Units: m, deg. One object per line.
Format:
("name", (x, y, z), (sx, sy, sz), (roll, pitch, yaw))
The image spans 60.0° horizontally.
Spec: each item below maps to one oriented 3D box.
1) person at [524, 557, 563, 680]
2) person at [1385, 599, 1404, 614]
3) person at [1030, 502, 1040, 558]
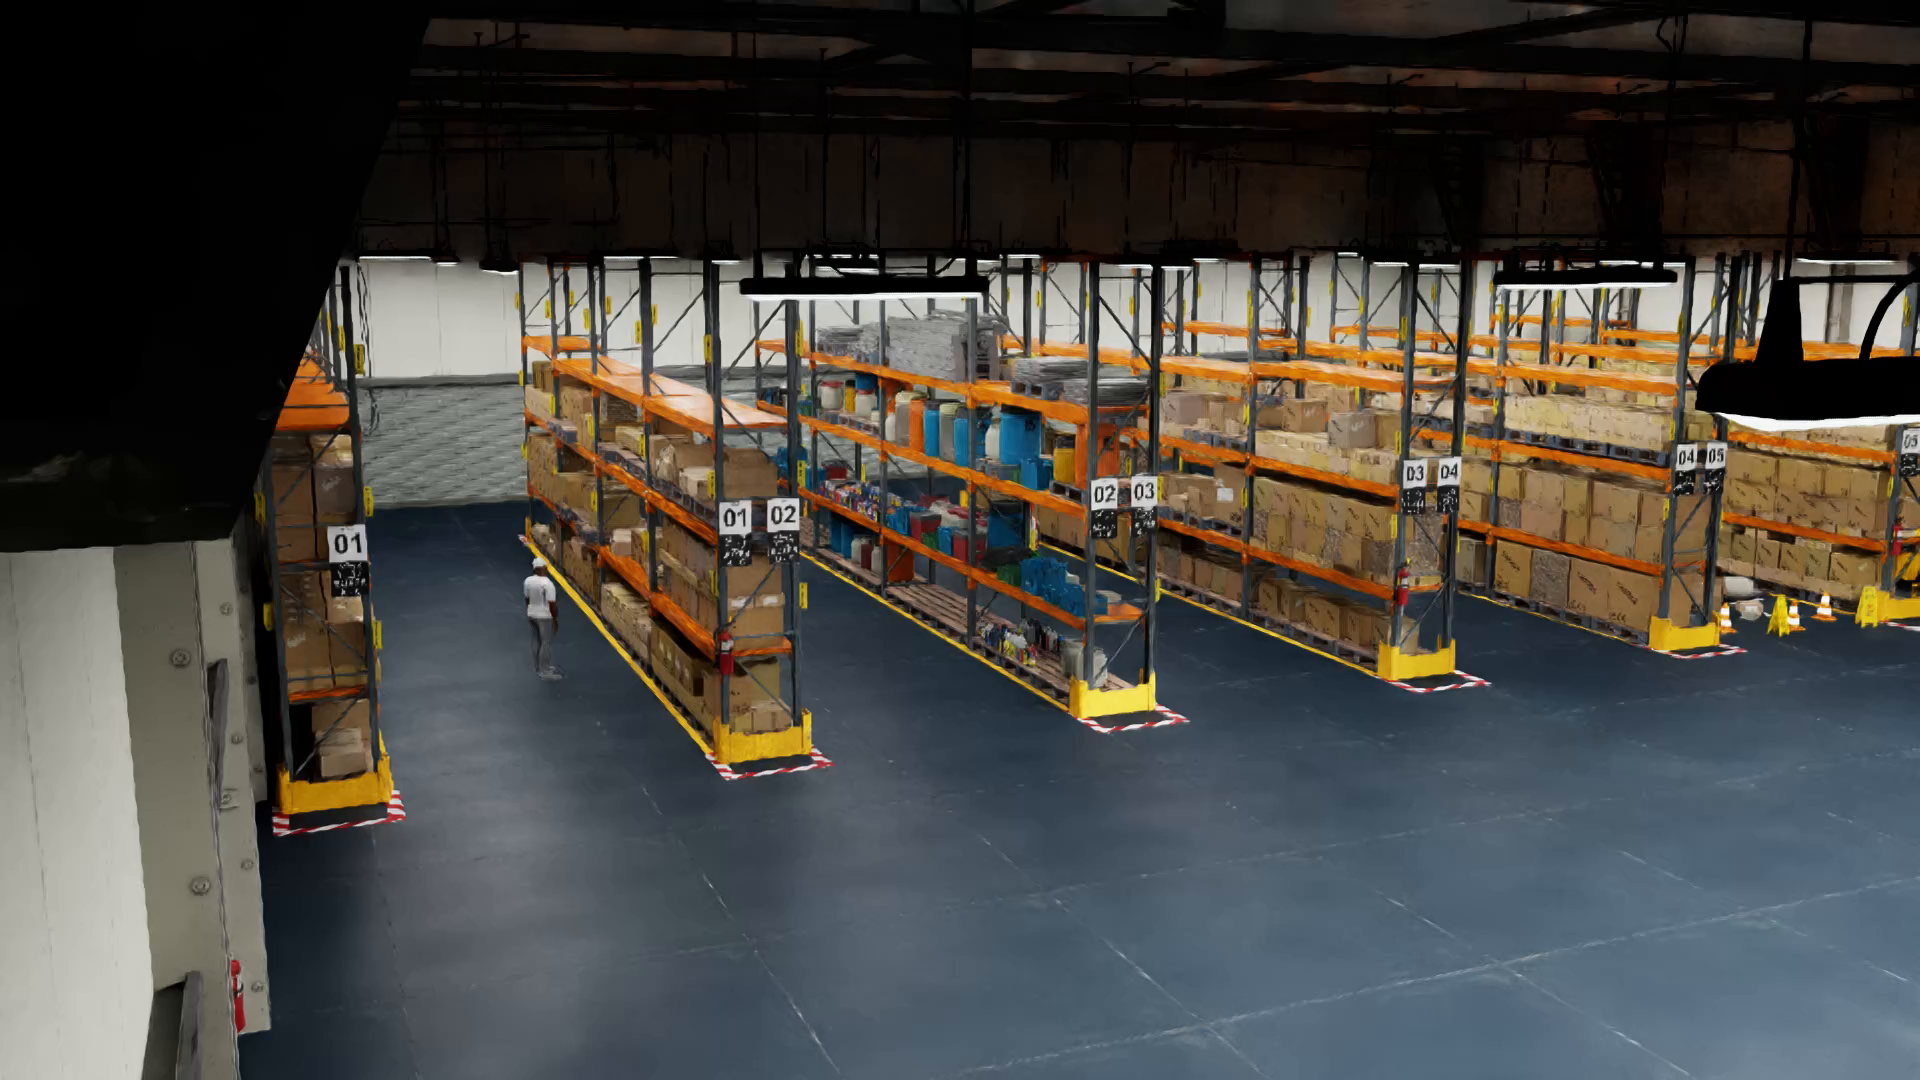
("person", (-5.993, 1.107, 23.988), (0.632, 1.771, 0.447), (8, 13, 36))
("person", (7.199, 0.556, 27.260), (0.553, 1.684, 0.433), (9, 14, 40))
("person", (1.192, 0.167, 29.285), (0.553, 1.713, 1.134), (-4, 11, -20))
